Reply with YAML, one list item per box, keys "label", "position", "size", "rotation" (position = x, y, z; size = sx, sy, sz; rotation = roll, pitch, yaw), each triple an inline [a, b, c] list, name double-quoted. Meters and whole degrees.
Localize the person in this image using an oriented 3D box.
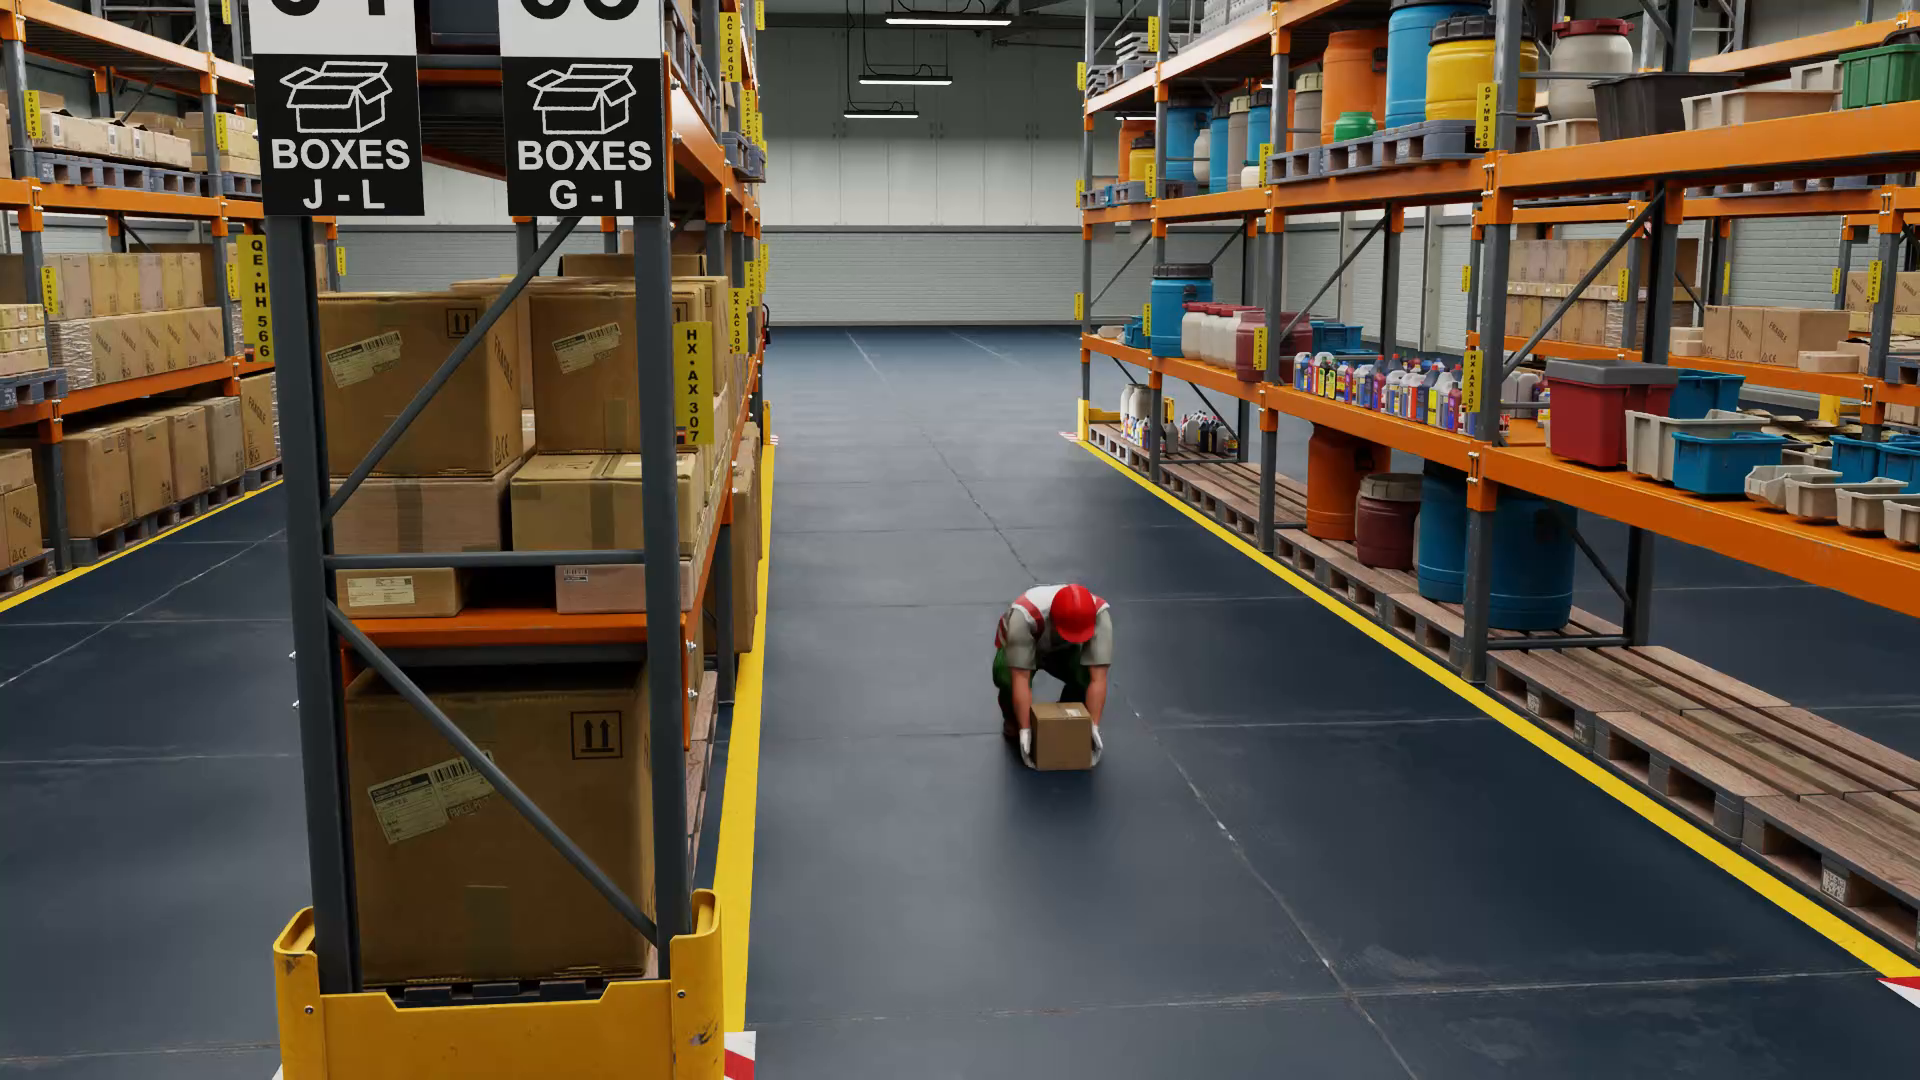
- label: "person"
  position: [0.433, 0.573, 7.908]
  size: [0.557, 0.877, 0.896]
  rotation: [-1, 10, -6]
